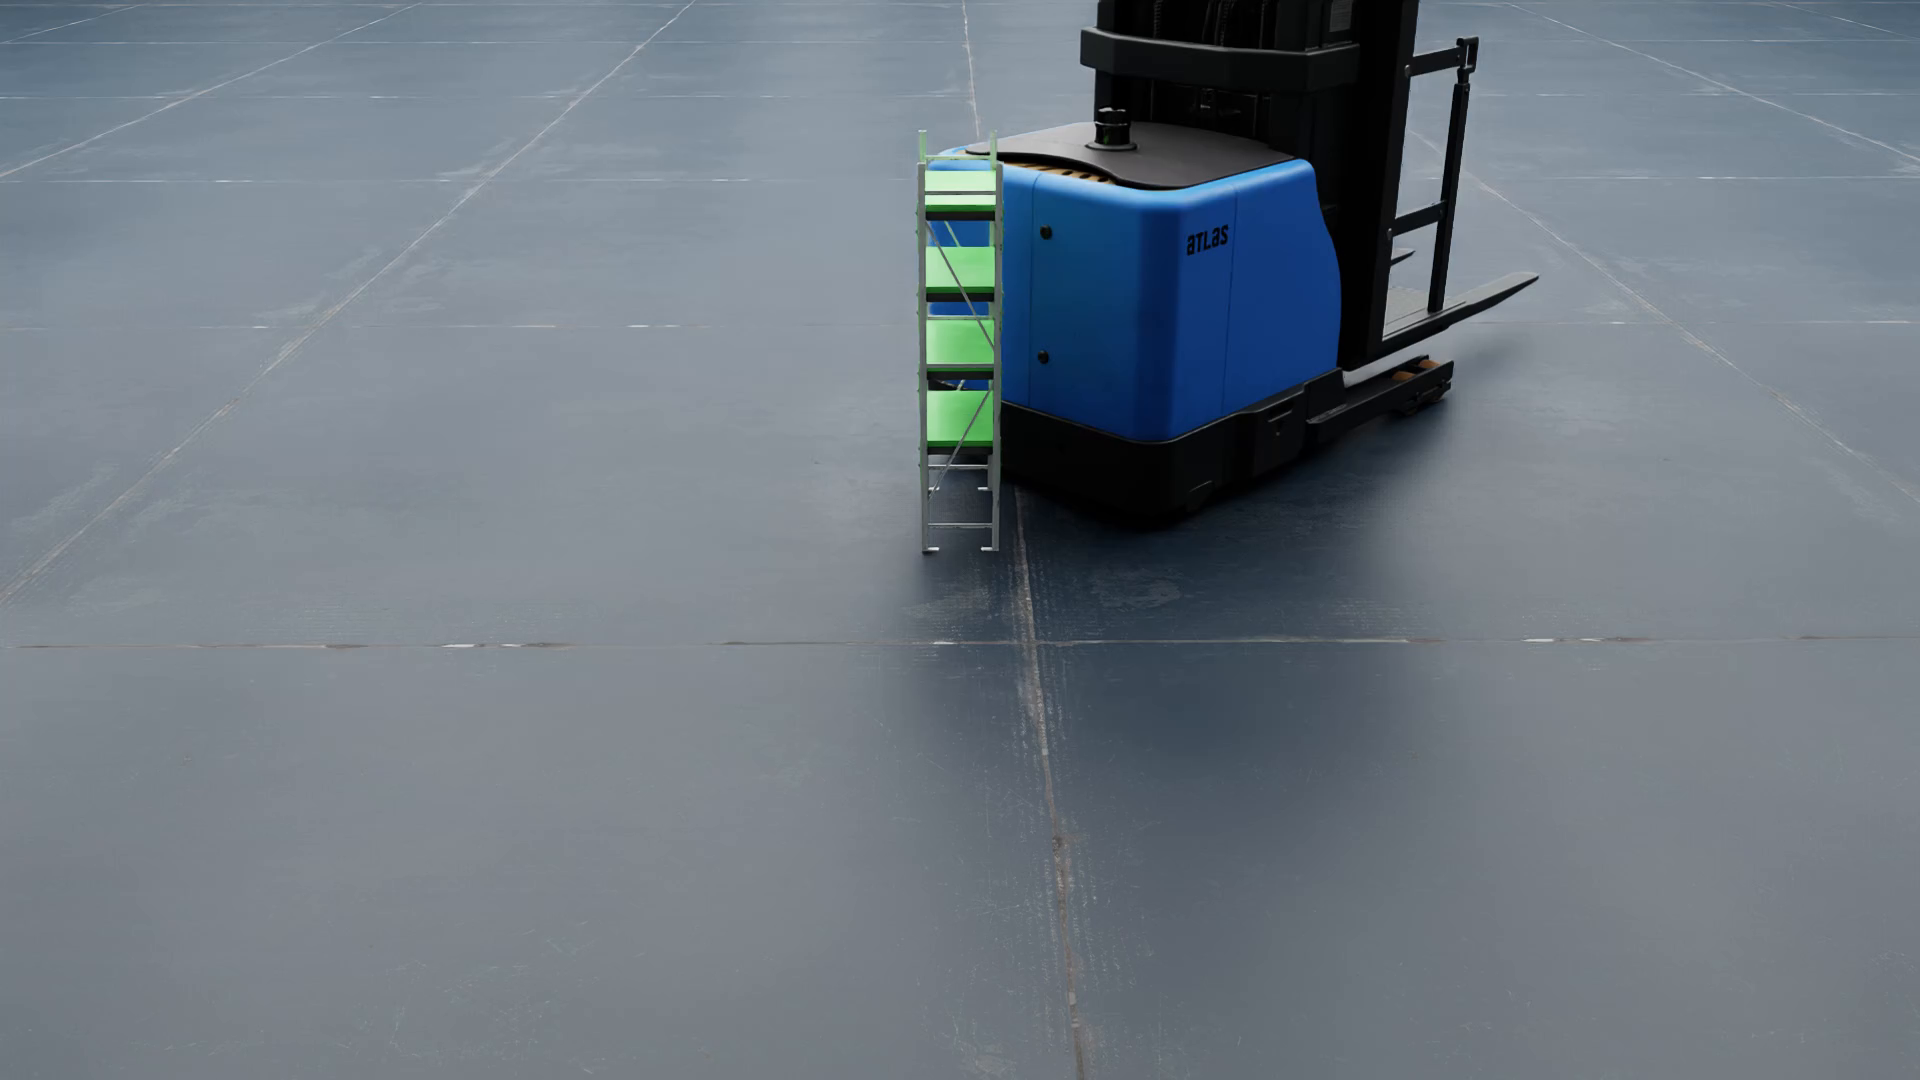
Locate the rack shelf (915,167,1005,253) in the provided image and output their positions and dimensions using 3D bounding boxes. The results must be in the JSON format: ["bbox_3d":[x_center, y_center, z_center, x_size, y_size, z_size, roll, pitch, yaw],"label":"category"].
[{"bbox_3d":[-0.003,-0.994,4.981,0.258,0.148,0.480,0,24,-1],"label":"rack shelf"}]

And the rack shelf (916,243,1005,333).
[{"bbox_3d":[-0.003,-0.775,5.080,0.258,0.148,0.480,0,24,-1],"label":"rack shelf"}]

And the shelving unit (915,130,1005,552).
[{"bbox_3d":[-0.003,-0.615,5.152,0.258,1.200,0.503,0,24,-1],"label":"shelving unit"}]

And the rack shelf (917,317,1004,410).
[{"bbox_3d":[-0.003,-0.556,5.179,0.258,0.148,0.480,0,24,-1],"label":"rack shelf"}]

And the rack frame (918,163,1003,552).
[{"bbox_3d":[0.001,-0.514,4.930,0.240,1.200,0.015,0,24,-1],"label":"rack frame"}]

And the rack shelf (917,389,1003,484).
[{"bbox_3d":[-0.003,-0.338,5.277,0.258,0.148,0.480,0,24,-1],"label":"rack shelf"}]

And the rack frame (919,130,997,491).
[{"bbox_3d":[-0.006,-0.715,5.375,0.240,1.200,0.015,0,24,-1],"label":"rack frame"}]

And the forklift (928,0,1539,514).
[{"bbox_3d":[1.257,-1.935,5.972,1.130,2.935,3.031,21,32,39],"label":"forklift"}]
